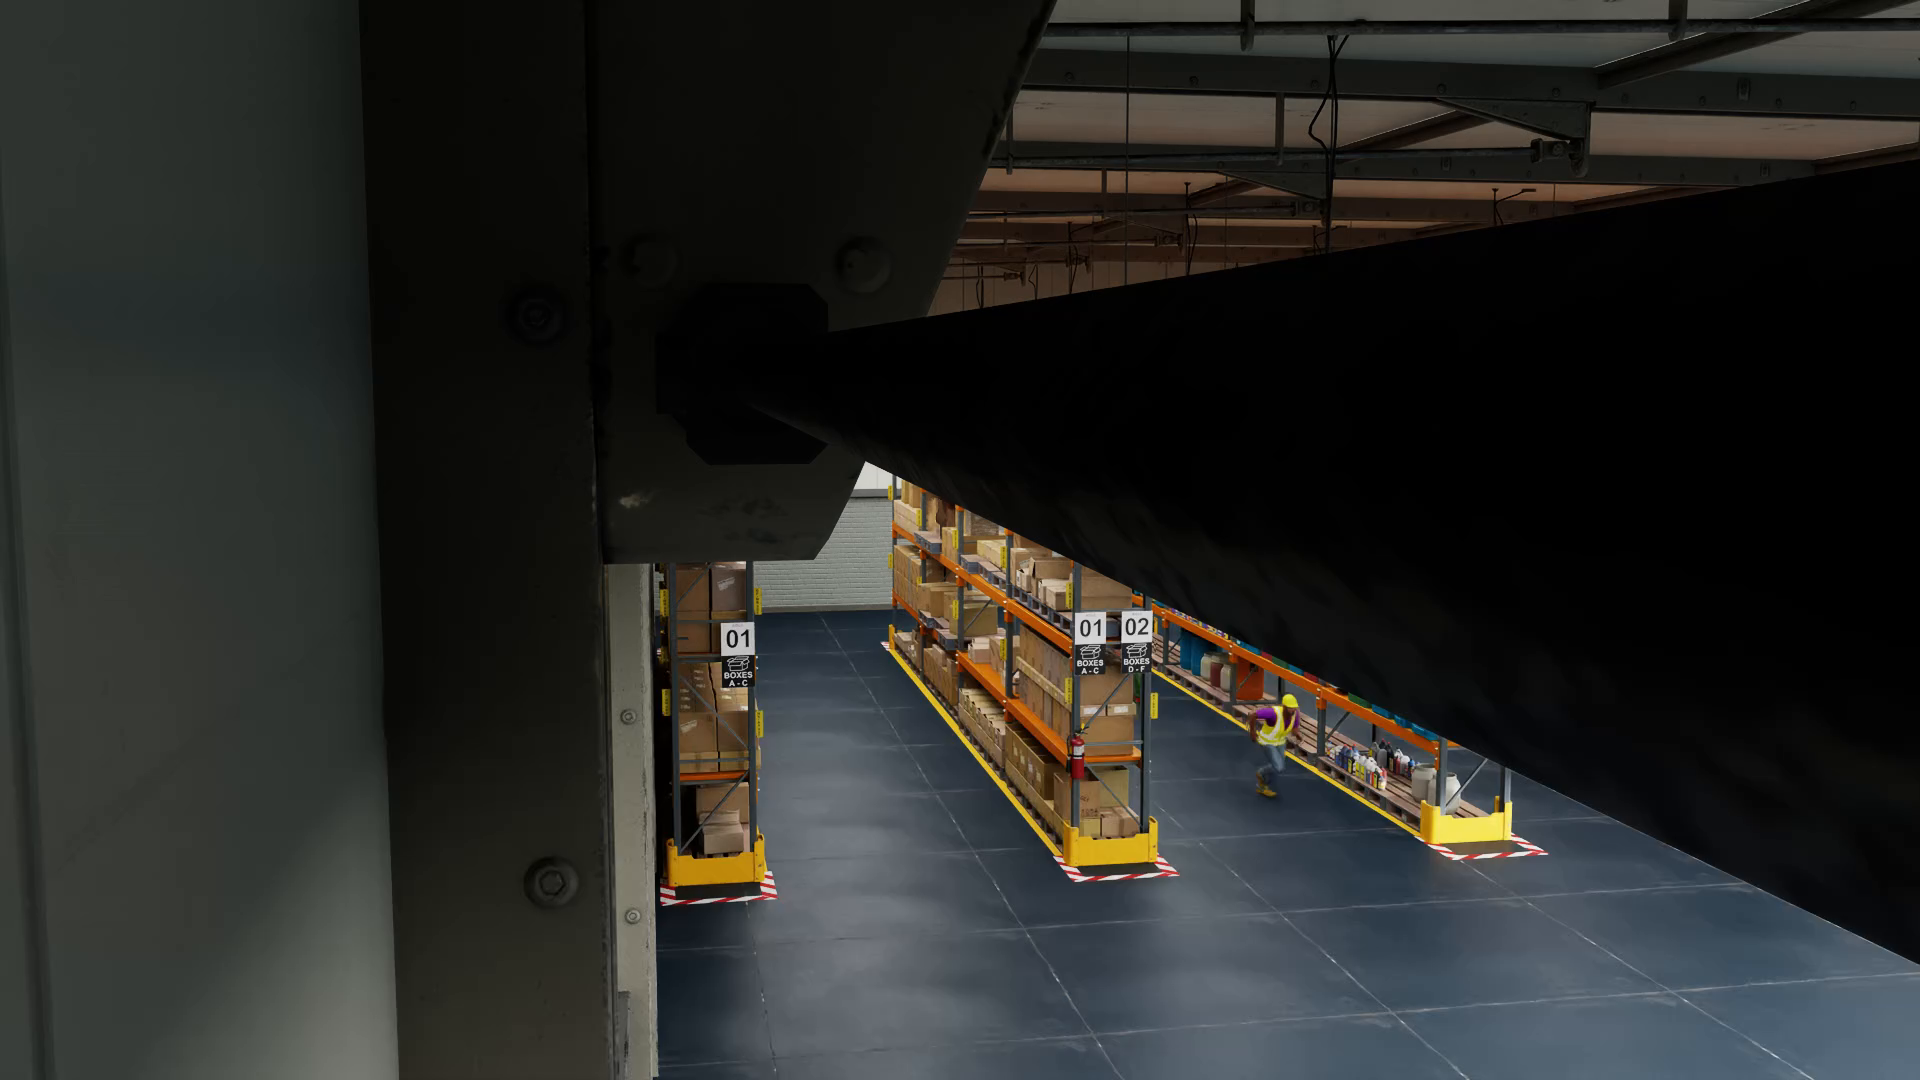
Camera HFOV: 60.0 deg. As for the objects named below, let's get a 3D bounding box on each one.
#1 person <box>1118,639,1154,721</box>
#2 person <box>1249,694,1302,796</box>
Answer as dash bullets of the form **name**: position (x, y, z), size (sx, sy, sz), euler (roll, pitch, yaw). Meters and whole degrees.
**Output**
- **person**: position (3.110, 2.292, 29.700), size (0.677, 1.730, 1.021), euler (-2, 6, -14)
- **person**: position (4.529, 2.964, 23.927), size (0.735, 1.577, 0.830), euler (-3, 7, -29)
